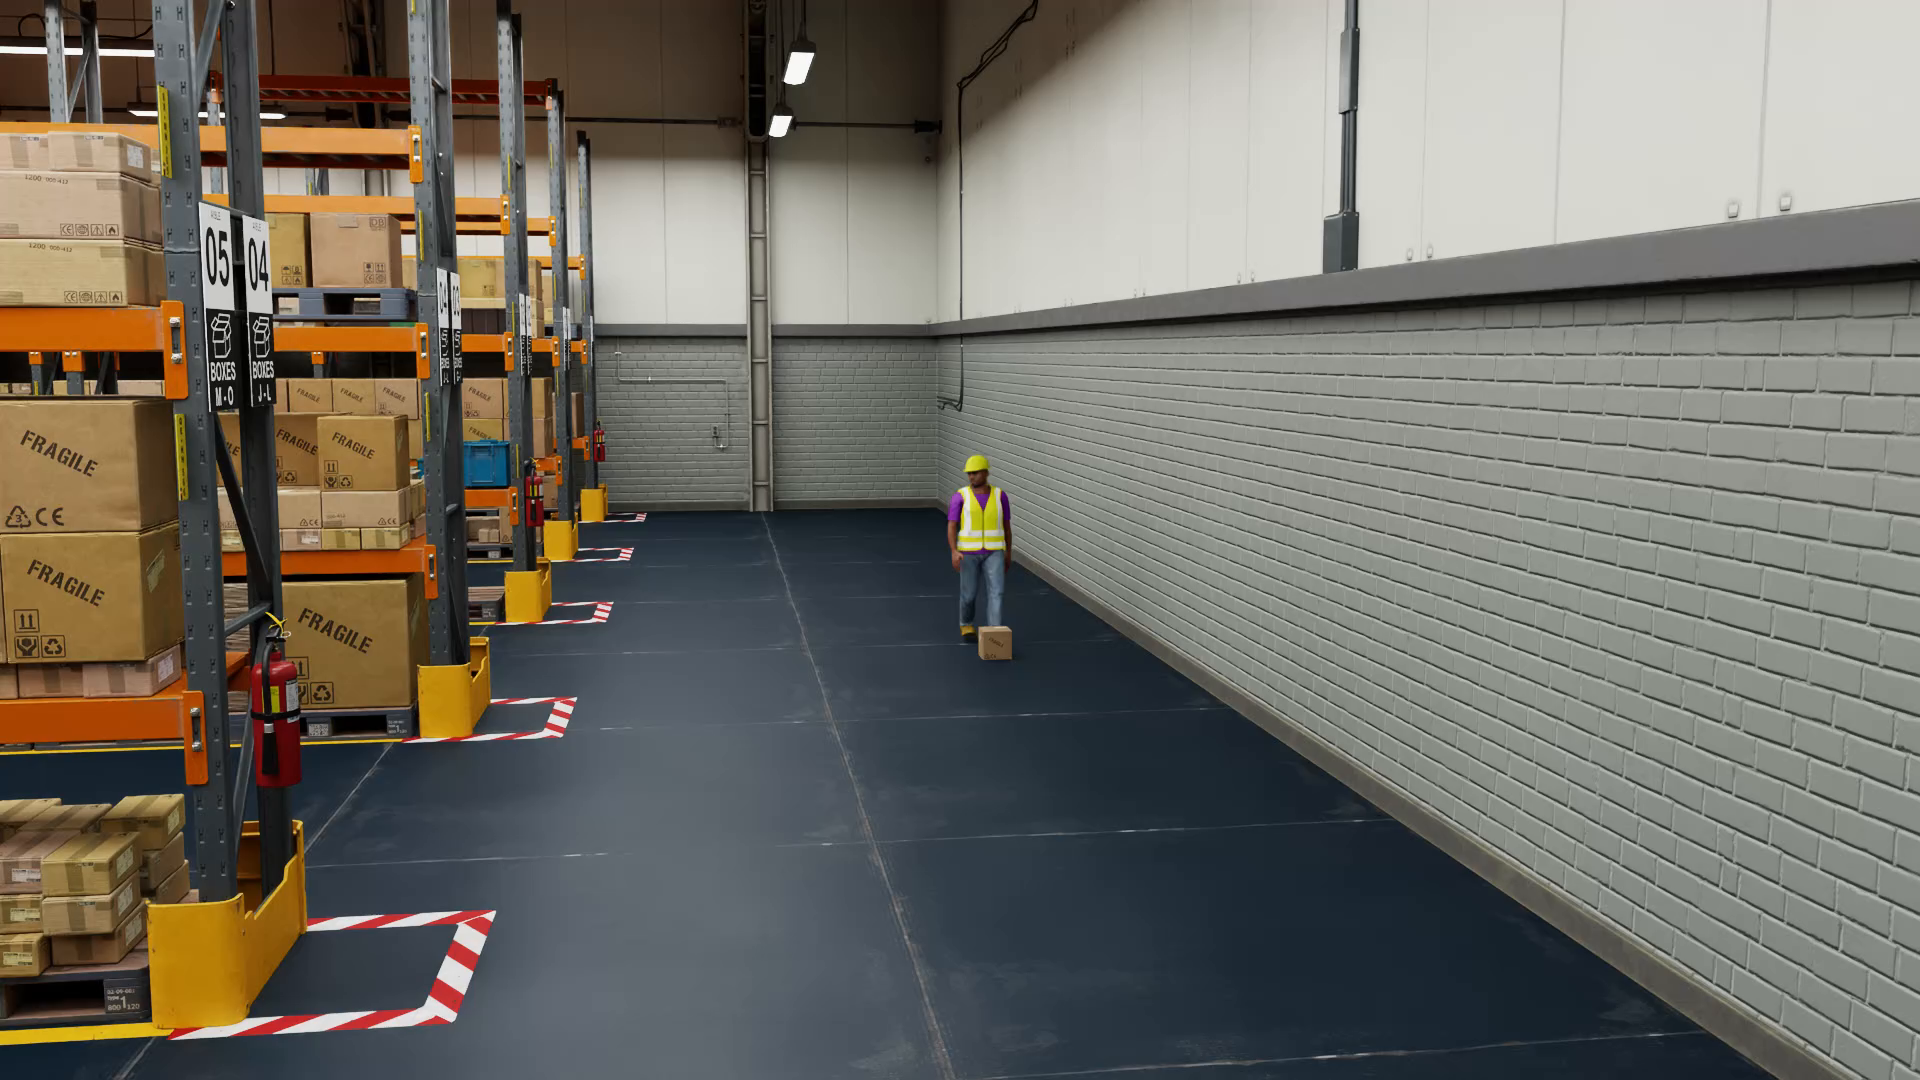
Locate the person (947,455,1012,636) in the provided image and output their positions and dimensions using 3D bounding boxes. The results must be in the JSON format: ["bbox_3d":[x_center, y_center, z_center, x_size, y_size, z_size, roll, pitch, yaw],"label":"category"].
[{"bbox_3d":[0.196,0.111,14.815,0.596,1.716,0.969,-1,6,-6],"label":"person"}]
